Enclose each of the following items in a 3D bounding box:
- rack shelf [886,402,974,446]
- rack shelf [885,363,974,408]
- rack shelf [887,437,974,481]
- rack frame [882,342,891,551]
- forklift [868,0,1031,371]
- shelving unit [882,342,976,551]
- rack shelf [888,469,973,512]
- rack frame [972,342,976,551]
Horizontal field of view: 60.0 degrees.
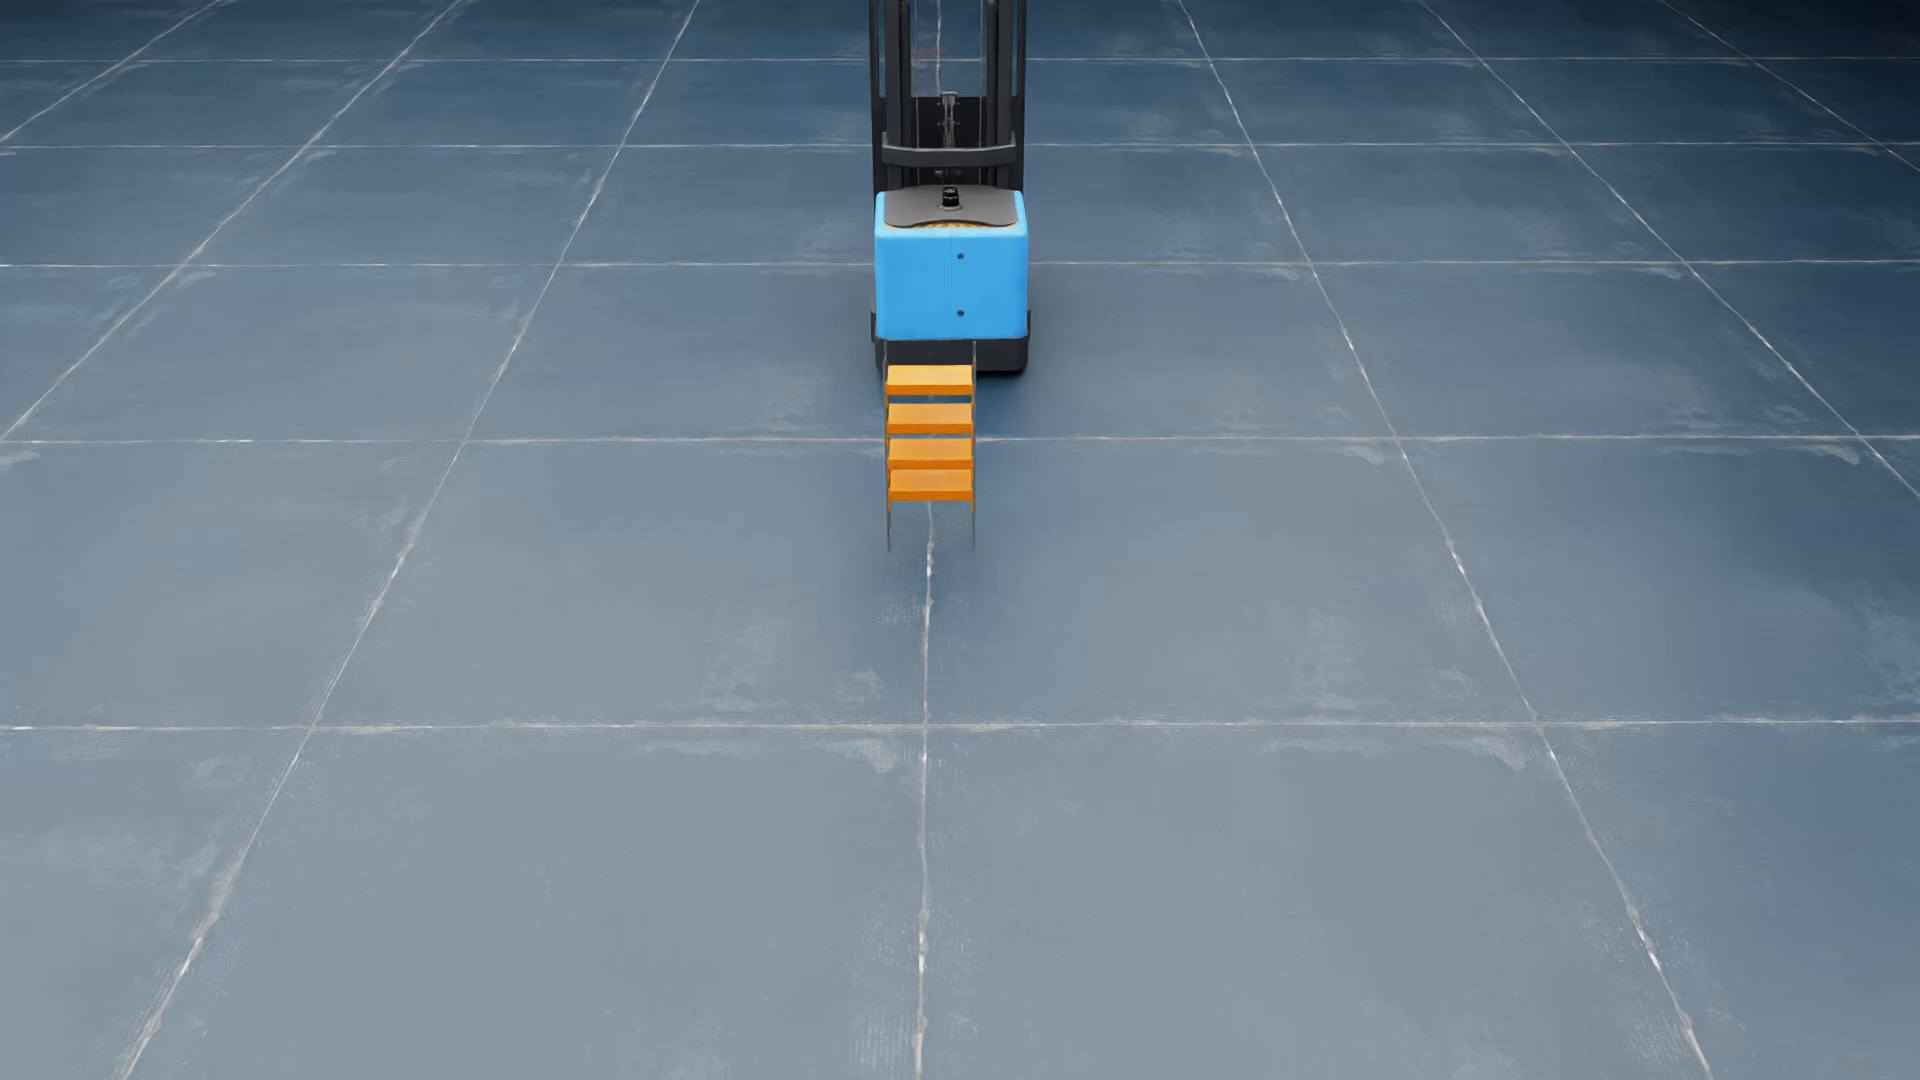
[{"bbox_3d":[-0.166,-0.646,9.246,0.480,0.148,0.258,0,31,0],"label":"rack shelf"},{"bbox_3d":[-0.166,-0.848,9.123,0.480,0.148,0.258,0,31,0],"label":"rack shelf"},{"bbox_3d":[-0.166,-0.455,9.362,0.480,0.148,0.258,0,31,0],"label":"rack shelf"},{"bbox_3d":[-0.410,-0.512,9.326,0.015,1.200,0.240,0,31,0],"label":"rack frame"},{"bbox_3d":[-0.091,-3.136,11.982,1.130,2.935,3.031,-1,31,-1],"label":"forklift"},{"bbox_3d":[-0.166,-0.512,9.327,0.503,1.200,0.258,0,31,0],"label":"shelving unit"},{"bbox_3d":[-0.166,-0.285,9.465,0.480,0.148,0.258,0,31,0],"label":"rack shelf"},{"bbox_3d":[0.078,-0.513,9.328,0.015,1.200,0.240,0,31,0],"label":"rack frame"}]
